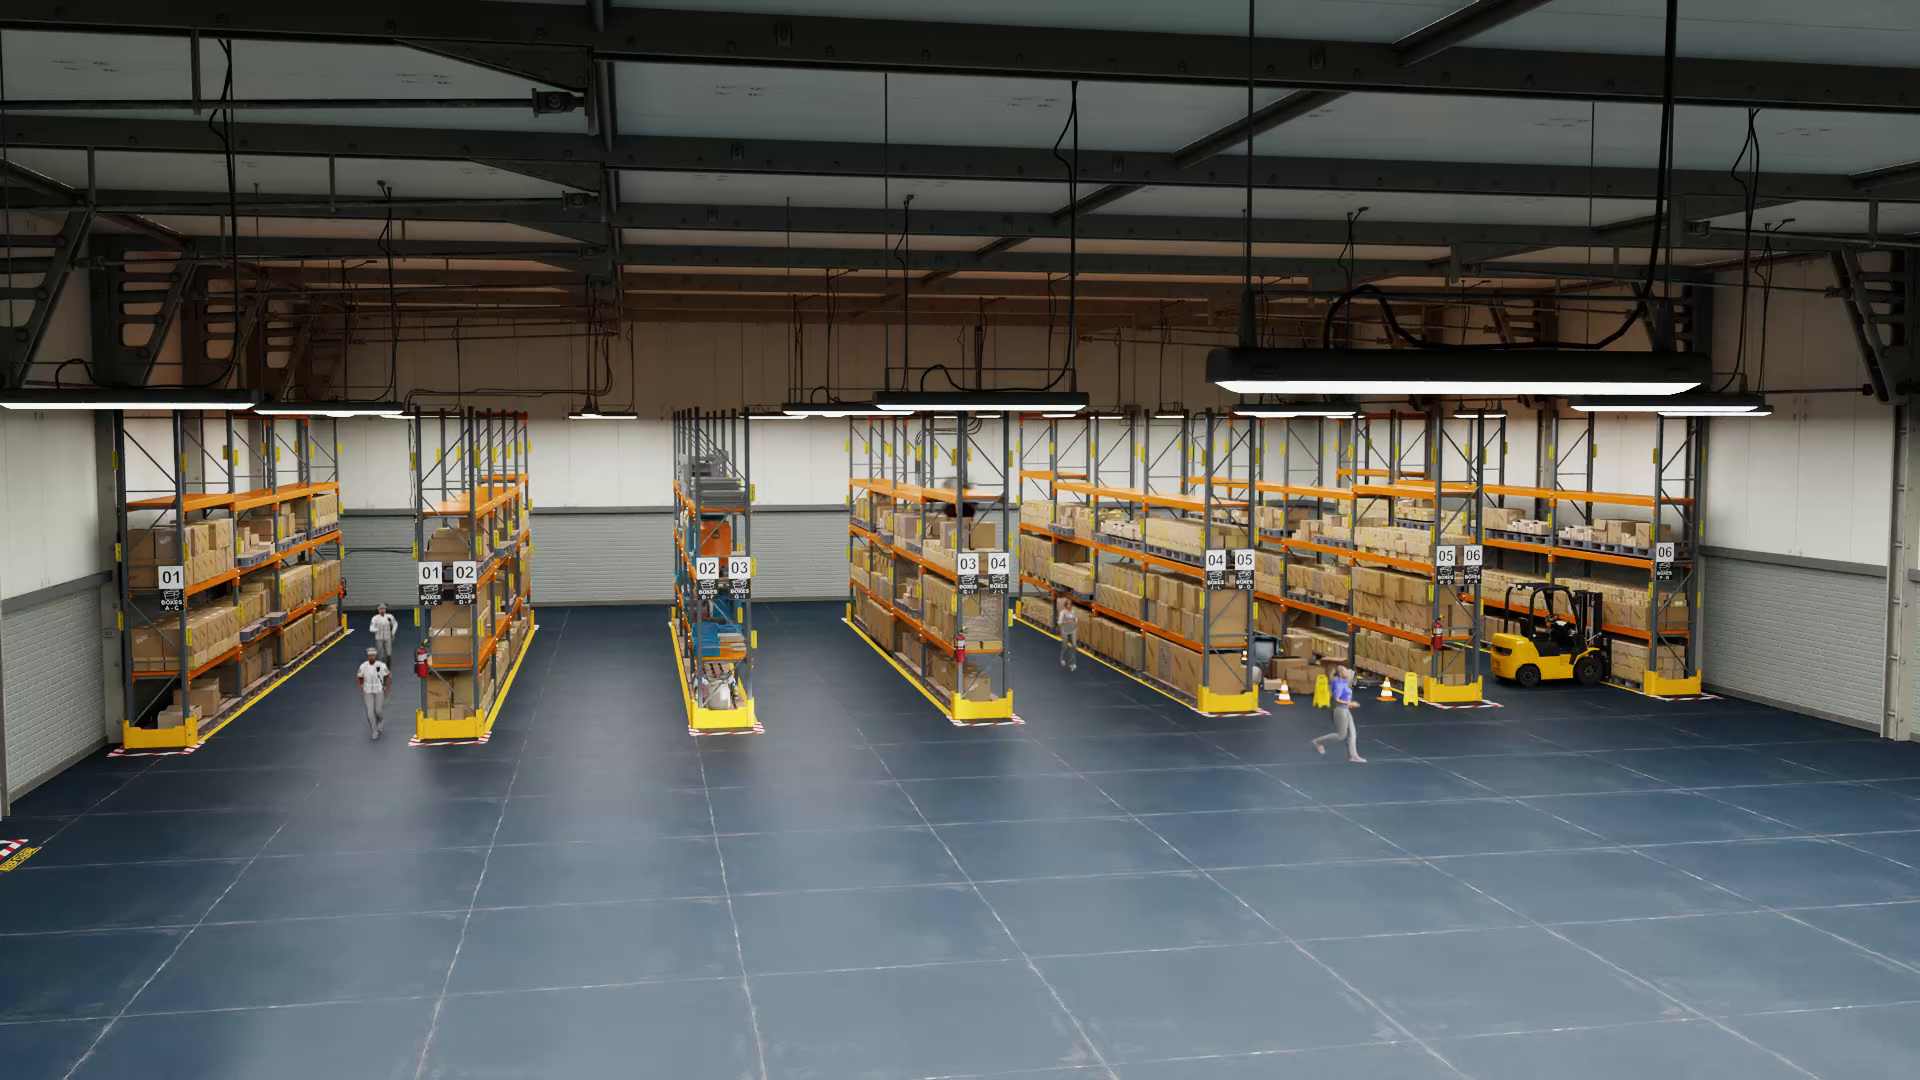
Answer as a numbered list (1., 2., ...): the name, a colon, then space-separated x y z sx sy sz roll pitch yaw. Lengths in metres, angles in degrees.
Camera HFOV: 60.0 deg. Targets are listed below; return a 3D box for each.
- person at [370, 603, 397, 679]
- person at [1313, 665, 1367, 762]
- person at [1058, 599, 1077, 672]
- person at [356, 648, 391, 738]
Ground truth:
1. person: -12.848 2.252 37.088 0.590 1.740 0.726 -1 4 -19
2. person: 6.392 2.910 27.918 0.887 1.632 0.581 1 4 20
3. person: 2.502 2.179 38.382 0.525 1.629 0.733 -1 4 -14
4. person: -10.656 2.767 30.205 0.586 1.659 0.585 -1 4 -12
